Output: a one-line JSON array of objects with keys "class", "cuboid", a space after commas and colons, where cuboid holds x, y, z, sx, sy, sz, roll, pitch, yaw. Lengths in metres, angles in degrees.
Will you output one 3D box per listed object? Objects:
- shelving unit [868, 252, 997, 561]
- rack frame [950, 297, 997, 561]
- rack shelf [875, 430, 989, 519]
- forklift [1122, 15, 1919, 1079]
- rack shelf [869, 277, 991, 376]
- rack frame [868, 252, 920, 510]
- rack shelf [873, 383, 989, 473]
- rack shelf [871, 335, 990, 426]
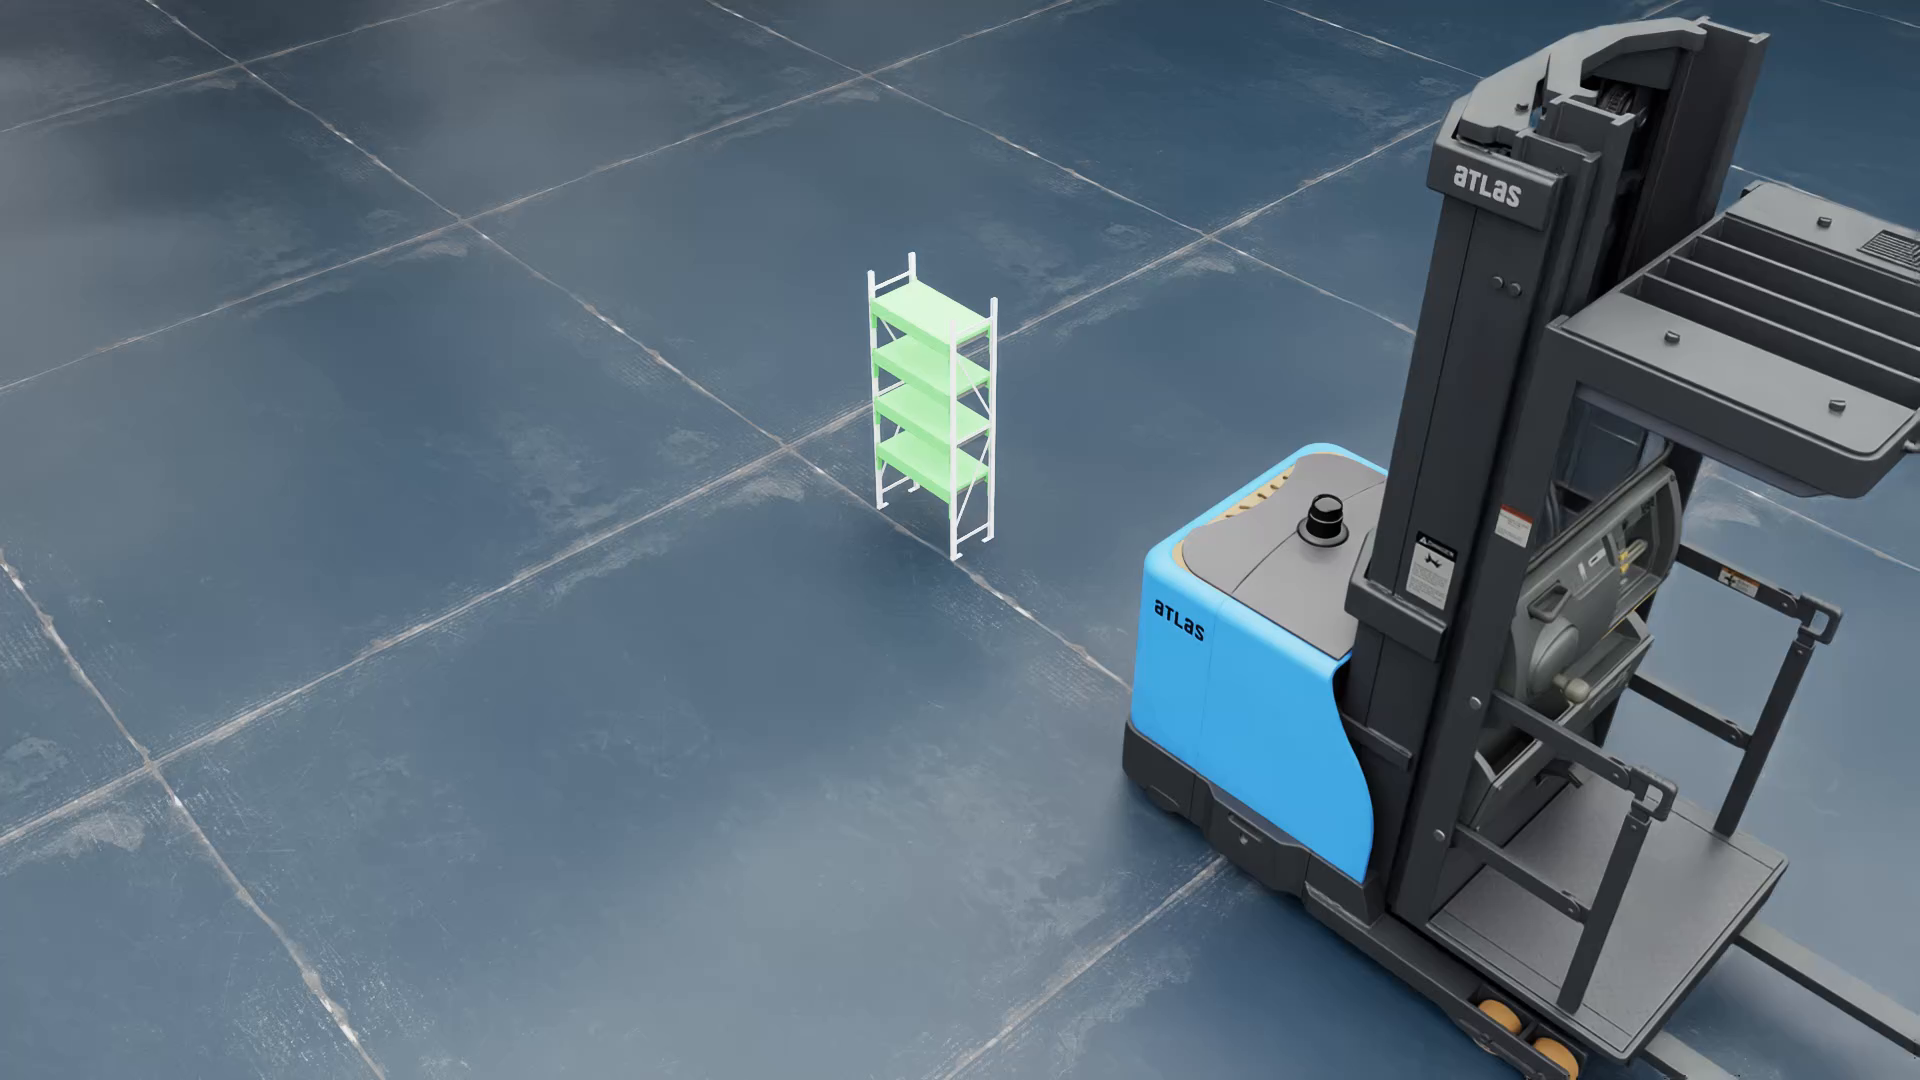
[{"class": "shelving unit", "cuboid": [-0.112, -0.543, 6.968, 0.258, 1.200, 0.503, -30, 48, -32]}, {"class": "rack frame", "cuboid": [0.053, -0.430, 6.828, 0.240, 1.200, 0.015, -30, 48, -32]}, {"class": "rack shelf", "cuboid": [-0.112, -0.307, 7.159, 0.258, 0.148, 0.480, -30, 48, -32]}, {"class": "forklift", "cuboid": [1.980, 0.196, 4.675, 1.130, 2.935, 3.031, -31, 48, -33]}, {"class": "rack shelf", "cuboid": [-0.112, -0.867, 6.706, 0.258, 0.148, 0.480, -30, 48, -32]}, {"class": "rack frame", "cuboid": [-0.277, -0.656, 7.108, 0.240, 1.200, 0.015, -30, 48, -32]}, {"class": "rack shelf", "cuboid": [-0.112, -0.494, 7.008, 0.258, 0.148, 0.480, -30, 48, -32]}, {"class": "rack shelf", "cuboid": [-0.112, -0.680, 6.857, 0.258, 0.148, 0.480, -30, 48, -32]}]
